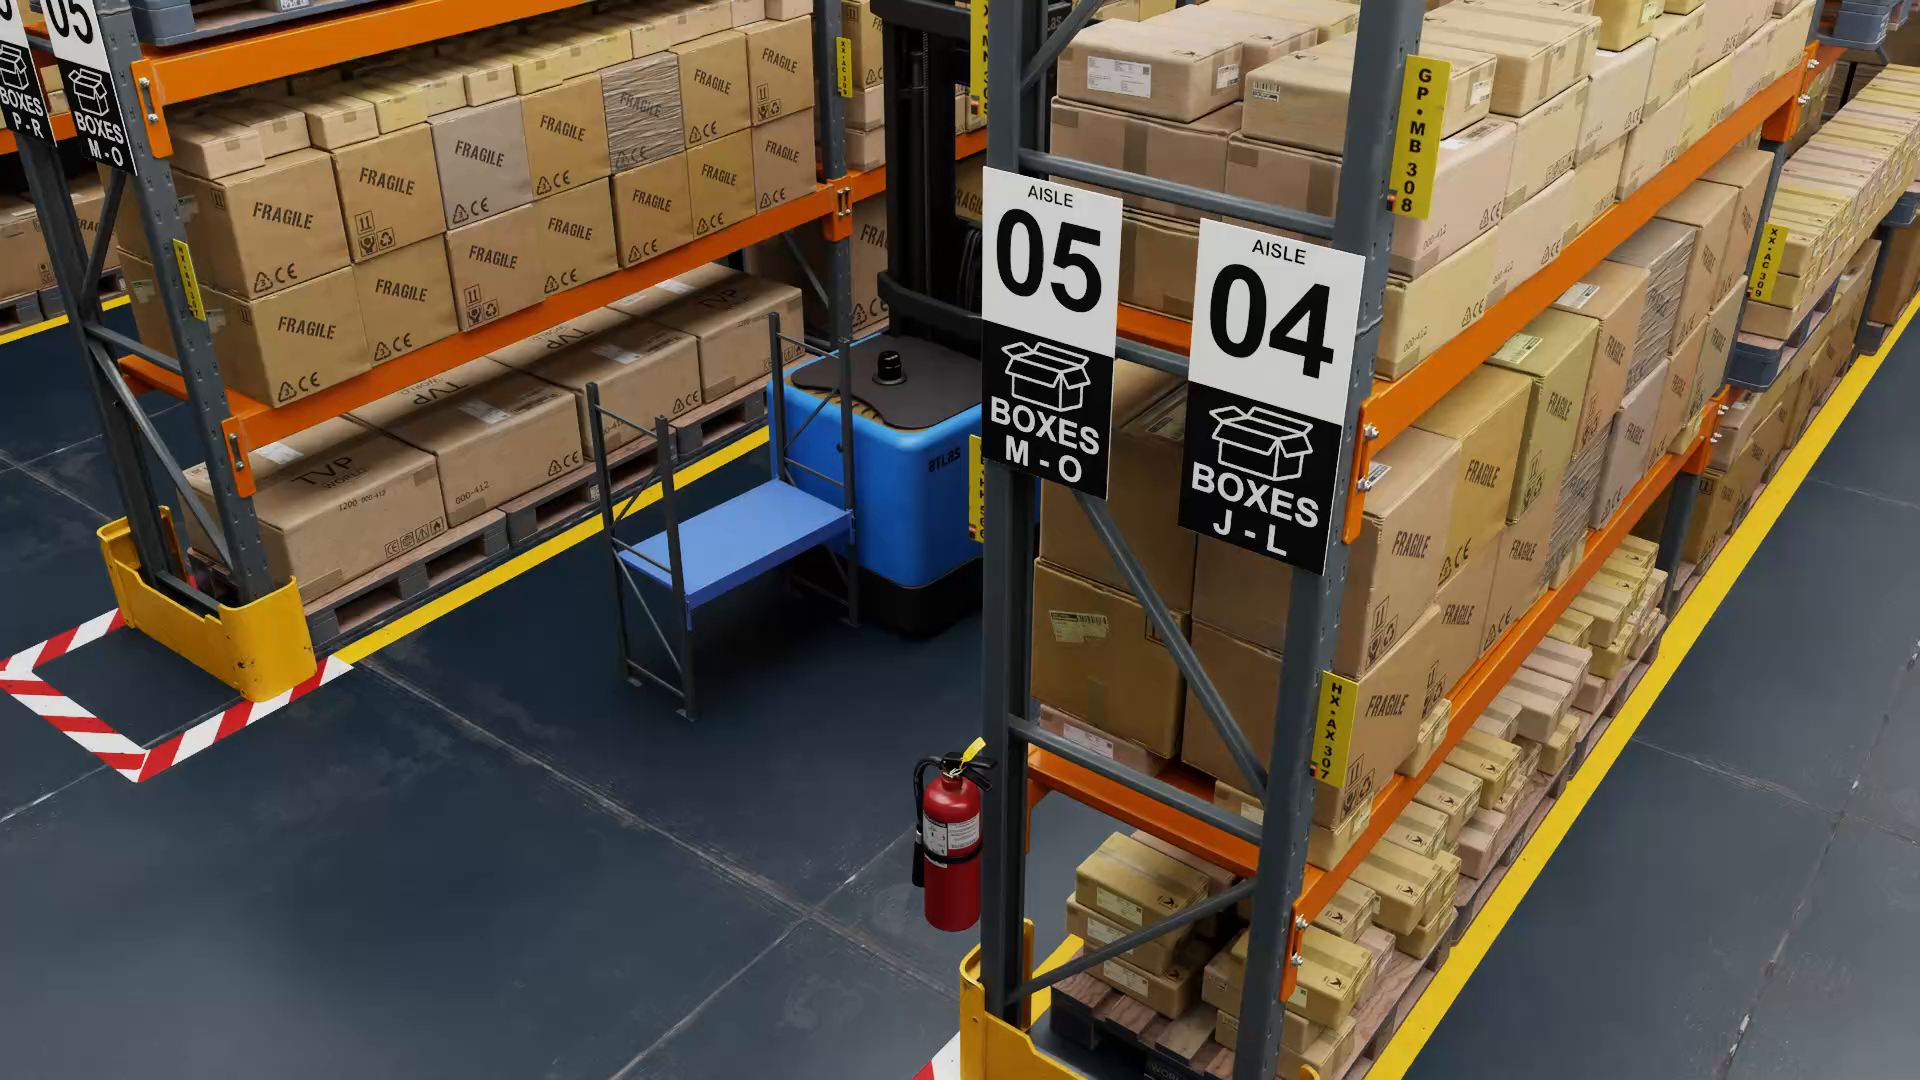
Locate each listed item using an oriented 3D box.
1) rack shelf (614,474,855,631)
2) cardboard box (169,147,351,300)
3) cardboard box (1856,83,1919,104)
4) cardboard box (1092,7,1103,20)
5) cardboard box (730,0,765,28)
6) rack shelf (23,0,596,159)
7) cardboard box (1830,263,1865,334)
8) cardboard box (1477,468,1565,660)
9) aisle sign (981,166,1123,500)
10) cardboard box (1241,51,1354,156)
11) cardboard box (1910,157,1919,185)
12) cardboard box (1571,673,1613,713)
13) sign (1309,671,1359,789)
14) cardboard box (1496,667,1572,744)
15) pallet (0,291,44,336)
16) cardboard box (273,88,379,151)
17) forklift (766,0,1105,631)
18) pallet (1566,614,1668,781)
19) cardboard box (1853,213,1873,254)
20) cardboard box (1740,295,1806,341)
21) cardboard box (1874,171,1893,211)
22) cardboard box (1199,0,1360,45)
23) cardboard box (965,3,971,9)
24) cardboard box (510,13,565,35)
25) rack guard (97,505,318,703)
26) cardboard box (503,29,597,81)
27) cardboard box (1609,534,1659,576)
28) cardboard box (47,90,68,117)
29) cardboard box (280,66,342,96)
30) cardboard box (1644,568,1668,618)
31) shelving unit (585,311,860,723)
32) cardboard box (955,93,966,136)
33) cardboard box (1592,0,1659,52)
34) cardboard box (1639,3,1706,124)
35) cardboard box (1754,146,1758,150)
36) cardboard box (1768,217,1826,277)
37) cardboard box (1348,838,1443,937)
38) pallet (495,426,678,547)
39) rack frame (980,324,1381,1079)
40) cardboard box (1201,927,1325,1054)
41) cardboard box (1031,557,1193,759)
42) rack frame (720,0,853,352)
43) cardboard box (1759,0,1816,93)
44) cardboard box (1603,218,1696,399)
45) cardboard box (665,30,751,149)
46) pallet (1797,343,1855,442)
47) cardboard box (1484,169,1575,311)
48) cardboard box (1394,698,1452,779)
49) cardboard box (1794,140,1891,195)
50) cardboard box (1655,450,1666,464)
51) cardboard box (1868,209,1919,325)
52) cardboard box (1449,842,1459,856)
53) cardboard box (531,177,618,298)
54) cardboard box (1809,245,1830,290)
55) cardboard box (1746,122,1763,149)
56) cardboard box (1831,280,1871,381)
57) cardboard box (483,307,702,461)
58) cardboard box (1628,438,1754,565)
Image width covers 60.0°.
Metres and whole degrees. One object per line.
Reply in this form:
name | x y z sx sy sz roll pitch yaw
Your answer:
rack shelf | -1.020 0.038 7.568 0.538 0.185 1.000 25 39 35
cardboard box | -2.993 -1.382 7.060 0.500 0.500 0.500 20 36 30
cardboard box | 5.084 -2.351 9.025 0.380 0.149 0.250 22 37 33
cardboard box | 0.630 -3.504 11.378 0.500 0.250 0.500 20 36 30
cardboard box | -1.274 -2.882 8.956 0.380 0.149 0.250 22 37 32
rack shelf | -2.303 -2.595 7.950 1.077 0.370 4.000 21 37 31
cardboard box | 4.826 -1.431 9.527 0.500 0.250 0.500 22 37 32
cardboard box | 1.597 -0.008 5.431 0.500 0.500 0.500 22 37 32
aisle sign | 0.214 -0.500 4.101 0.394 0.787 0.004 21 37 31
cardboard box | 0.874 -0.993 3.806 0.380 0.149 0.250 21 36 31
cardboard box | 5.089 -2.096 9.179 0.380 0.149 0.250 22 37 32
cardboard box | 2.615 0.573 7.226 0.380 0.149 0.250 20 36 30
sign | 0.930 0.476 4.156 0.100 0.325 0.005 21 37 31
cardboard box | 2.176 0.623 6.558 0.380 0.149 0.250 20 36 30
pallet | -6.944 -1.483 11.045 1.003 0.211 1.213 21 37 31
cardboard box | -2.726 -1.811 7.149 0.380 0.149 0.250 22 37 33
forklift | 0.420 -1.495 8.398 1.130 2.935 3.031 25 39 35
pallet | 2.534 0.539 7.634 1.003 0.211 1.213 21 37 31
cardboard box | 4.300 -1.568 8.288 0.380 0.149 0.250 20 36 30
cardboard box | 3.516 -1.036 7.390 0.380 0.149 0.250 19 36 29
cardboard box | 4.459 -1.800 8.388 0.380 0.149 0.250 20 36 30
cardboard box | 0.845 -1.331 4.378 0.380 0.149 0.250 20 36 30
cardboard box | -0.011 -3.409 10.481 0.500 0.500 0.500 20 36 30
cardboard box | -2.224 -2.596 8.473 0.380 0.149 0.250 21 37 31
rack guard | -3.525 0.284 7.780 1.175 0.500 0.348 21 37 31
cardboard box | -1.986 -2.351 8.060 0.380 0.149 0.250 21 37 31
cardboard box | 2.904 0.070 7.491 0.380 0.149 0.250 22 37 33
cardboard box | -6.093 -2.890 10.930 0.380 0.149 0.250 22 37 32
cardboard box | -3.046 -2.092 7.623 0.380 0.149 0.250 22 37 32
cardboard box | 2.975 0.199 7.564 0.380 0.149 0.250 22 37 32
shelving unit | -1.020 -0.117 7.477 0.538 1.500 1.048 25 39 35
cardboard box | -0.309 -2.671 10.461 0.500 0.250 0.500 20 36 30
cardboard box | 1.718 -1.492 4.650 0.380 0.149 0.250 22 37 33
cardboard box | 1.902 -1.478 5.017 0.500 0.250 0.500 20 36 30
cardboard box | 3.938 -2.001 8.728 0.380 0.149 0.250 23 37 33
cardboard box | 3.516 -1.292 7.238 0.380 0.149 0.250 23 38 34
cardboard box | 1.409 1.151 5.667 0.380 0.149 0.250 21 37 31
pallet | -2.353 -0.444 9.293 1.003 0.211 1.213 21 37 31
rack frame | 0.497 0.681 4.658 1.000 3.000 0.127 21 37 31
cardboard box | 1.018 1.465 5.428 0.380 0.149 0.250 23 38 33
cardboard box | 0.563 0.248 4.999 0.500 0.500 0.500 22 37 32
rack frame | -1.096 -2.427 9.903 1.000 3.000 0.127 21 37 31
cardboard box | 2.831 -1.888 6.198 0.500 0.250 0.500 22 37 32
cardboard box | 2.216 -0.856 5.882 0.500 0.500 0.500 22 37 33
cardboard box | -1.473 -2.419 8.812 0.500 0.500 0.500 21 36 31
pallet | 4.853 -1.054 10.321 1.003 0.211 1.213 21 37 31
cardboard box | 1.293 -0.861 4.466 0.500 0.250 0.500 22 37 33
cardboard box | 1.280 0.550 5.127 0.380 0.149 0.250 20 36 30
cardboard box | 4.296 -1.817 8.126 0.380 0.149 0.250 23 37 33
cardboard box | 2.648 -0.420 6.763 0.380 0.149 0.250 23 37 33
cardboard box | 5.766 -2.003 10.982 1.050 0.750 0.750 21 36 31
cardboard box | 1.625 1.175 6.210 0.380 0.149 0.250 21 37 31
cardboard box | -2.098 -1.575 8.367 0.500 0.500 0.500 22 37 33
cardboard box | 3.671 -1.270 7.493 0.380 0.149 0.250 20 36 30
cardboard box | 3.947 -2.136 8.663 0.380 0.149 0.250 21 36 31
cardboard box | 5.137 -1.328 10.088 0.500 0.500 0.500 21 37 31
cardboard box | -2.100 -0.919 9.460 0.875 0.438 0.875 20 36 30
cardboard box | 3.569 -0.269 8.301 0.500 0.500 0.500 23 37 33
